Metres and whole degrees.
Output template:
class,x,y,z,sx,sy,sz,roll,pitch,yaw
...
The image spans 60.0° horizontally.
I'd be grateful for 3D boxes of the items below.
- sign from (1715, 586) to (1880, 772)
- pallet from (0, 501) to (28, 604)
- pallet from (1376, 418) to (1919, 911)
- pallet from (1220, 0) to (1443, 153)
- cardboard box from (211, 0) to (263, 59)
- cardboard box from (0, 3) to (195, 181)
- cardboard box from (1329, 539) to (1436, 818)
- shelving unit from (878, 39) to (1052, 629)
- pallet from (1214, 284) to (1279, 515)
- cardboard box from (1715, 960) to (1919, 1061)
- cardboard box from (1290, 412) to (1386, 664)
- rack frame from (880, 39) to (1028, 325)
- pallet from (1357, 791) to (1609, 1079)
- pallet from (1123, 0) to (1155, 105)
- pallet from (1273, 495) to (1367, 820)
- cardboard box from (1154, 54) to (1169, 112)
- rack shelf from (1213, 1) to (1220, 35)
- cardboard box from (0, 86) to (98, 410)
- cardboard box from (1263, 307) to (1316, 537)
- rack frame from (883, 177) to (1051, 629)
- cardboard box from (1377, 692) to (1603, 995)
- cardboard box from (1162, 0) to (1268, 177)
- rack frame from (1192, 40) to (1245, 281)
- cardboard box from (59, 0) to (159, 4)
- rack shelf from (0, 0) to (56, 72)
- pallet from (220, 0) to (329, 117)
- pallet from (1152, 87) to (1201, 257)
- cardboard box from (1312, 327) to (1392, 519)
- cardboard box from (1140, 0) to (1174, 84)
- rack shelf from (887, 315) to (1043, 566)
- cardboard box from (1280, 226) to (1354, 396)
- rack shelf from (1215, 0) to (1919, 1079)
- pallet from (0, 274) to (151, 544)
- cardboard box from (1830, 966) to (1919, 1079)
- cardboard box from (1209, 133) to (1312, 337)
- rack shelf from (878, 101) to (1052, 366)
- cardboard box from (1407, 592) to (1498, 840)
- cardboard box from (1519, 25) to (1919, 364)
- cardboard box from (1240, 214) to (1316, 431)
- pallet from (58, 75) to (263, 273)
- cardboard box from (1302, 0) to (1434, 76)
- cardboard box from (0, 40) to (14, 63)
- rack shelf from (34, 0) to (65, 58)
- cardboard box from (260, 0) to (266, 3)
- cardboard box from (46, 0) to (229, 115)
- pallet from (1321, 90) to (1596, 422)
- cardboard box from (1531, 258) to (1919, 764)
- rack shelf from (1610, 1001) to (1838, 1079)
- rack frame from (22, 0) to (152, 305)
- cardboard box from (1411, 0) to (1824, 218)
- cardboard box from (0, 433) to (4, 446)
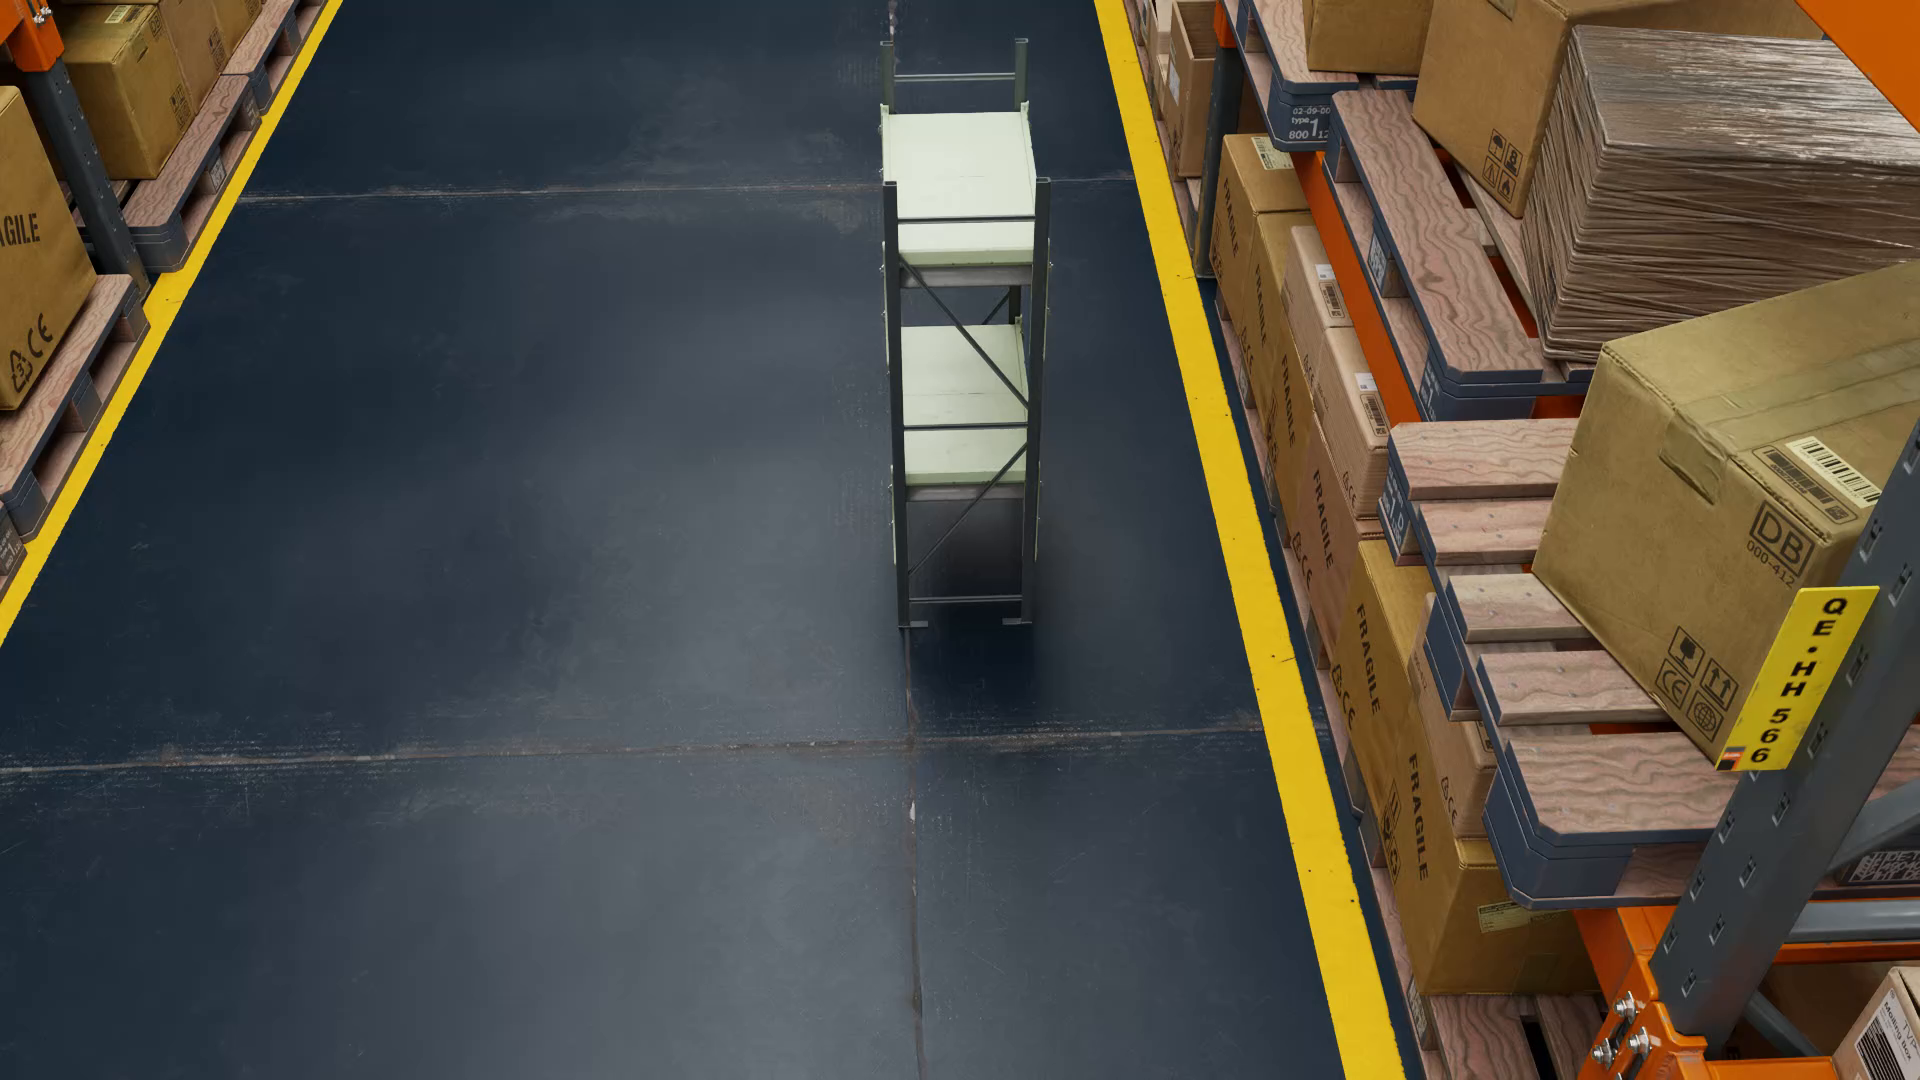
class,x,y,z,sx,sy,sz,roll,pitch,yaw
sign,1.025,0.176,2.040,0.100,0.325,0.005,-2,43,-2
pallet,-3.390,0.368,4.692,1.003,0.211,1.213,-2,43,-2
pallet,1.467,0.167,2.990,1.213,0.211,1.003,-2,43,-2
pallet,1.321,-1.535,4.847,1.003,0.211,1.213,-2,43,-2
cardboard box,-3.520,-2.431,7.221,0.700,0.500,0.500,-1,43,-1
cardboard box,-3.482,-1.745,6.473,0.700,0.500,0.500,-1,43,-1
cardboard box,1.270,0.337,4.187,0.500,0.500,0.500,-3,43,-3
shelving unit,0.000,-0.548,4.738,0.431,1.500,0.755,-2,43,-2
pallet,1.469,-0.573,5.719,1.003,0.211,1.213,-2,43,-2
cardboard box,1.833,0.996,3.468,0.500,0.500,0.500,0,43,0
cardboard box,1.242,-0.017,4.573,0.500,0.500,0.500,-3,43,-3
rack frame,-0.015,-0.795,5.008,0.400,1.500,0.023,-2,43,-2
pallet,1.572,1.075,3.921,1.003,0.211,1.213,-2,43,-2
pallet,1.313,-2.410,7.723,1.003,0.211,1.213,-2,43,-2
pallet,1.524,0.253,4.818,1.003,0.211,1.213,-2,43,-2
cardboard box,1.013,-1.888,6.874,0.380,0.149,0.250,-2,43,-2
rack shelf,1.312,-3.234,7.090,1.077,0.370,4.000,-2,43,-2
cardboard box,-3.395,-0.931,5.326,0.750,0.750,0.750,-1,43,-1
cardboard box,1.221,-0.358,4.945,0.500,0.500,0.500,-1,43,-1
rack frame,0.016,-0.301,4.469,0.400,1.500,0.023,-2,43,-2
cardboard box,1.292,0.686,3.806,0.500,0.500,0.500,0,43,0
cardboard box,1.089,-1.766,6.481,0.500,0.500,0.500,-2,43,-2
rack frame,1.396,-2.149,5.374,1.000,3.000,0.127,-2,43,-2
cardboard box,-3.314,-2.221,6.512,0.380,0.149,0.250,0,43,0
rack shelf,-3.468,-0.389,3.986,1.077,0.370,4.000,-2,43,-2
pallet,-3.562,-2.317,7.622,1.003,0.211,1.213,-2,43,-2
pallet,1.368,-1.584,6.822,1.003,0.211,1.213,-2,43,-2
cardboard box,1.238,-0.318,4.347,0.500,0.250,0.500,-2,43,-3
cardboard box,1.057,-2.202,7.097,0.500,0.311,0.500,-2,43,-2
rack shelf,0.000,-0.308,4.959,0.431,0.370,0.720,-2,43,-2
cardboard box,1.216,-0.657,4.716,0.500,0.250,0.500,-2,43,-2
rack shelf,1.481,-0.533,4.144,1.077,0.370,4.000,-2,43,-2
pallet,-3.445,-0.457,5.593,1.003,0.211,1.213,-2,43,-2
cardboard box,1.538,0.831,2.189,0.500,0.311,0.500,1,43,1
cardboard box,1.174,-1.056,5.706,0.500,0.500,0.500,-3,43,-4
rack shelf,0.000,-0.836,4.475,0.431,0.370,0.720,-2,43,-2
cardboard box,1.285,0.372,3.594,0.500,0.250,0.500,0,43,0
cardboard box,1.579,-0.685,3.392,0.700,0.500,0.500,6,43,6
cardboard box,1.207,-0.696,5.314,0.500,0.500,0.500,-1,43,-1
pallet,-3.507,-1.492,6.721,1.003,0.211,1.213,-2,43,-2
cardboard box,1.286,-1.552,4.338,0.700,0.500,0.500,5,43,5
cardboard box,-3.674,-1.881,6.141,0.380,0.149,0.250,-2,43,-2
rack shelf,-3.638,-3.089,6.932,1.077,0.370,4.000,-2,43,-2
cardboard box,-3.549,-2.791,7.614,0.700,0.500,0.500,-3,43,-3
cardboard box,-3.500,-2.084,6.843,0.700,0.500,0.500,-2,43,-2
pallet,1.479,-0.690,3.925,1.003,0.211,1.213,-2,43,-2
cardboard box,1.427,-0.062,2.713,0.700,0.500,0.500,-15,45,-16
rack shelf,1.651,2.167,1.198,1.077,0.370,4.000,-2,43,-2
rack frame,-3.553,-2.004,5.216,1.000,3.000,0.127,-2,43,-2
cardboard box,1.533,-1.149,3.899,0.700,0.500,0.500,-12,44,-13
cardboard box,-3.354,-0.331,4.672,0.750,0.750,0.750,0,43,0
